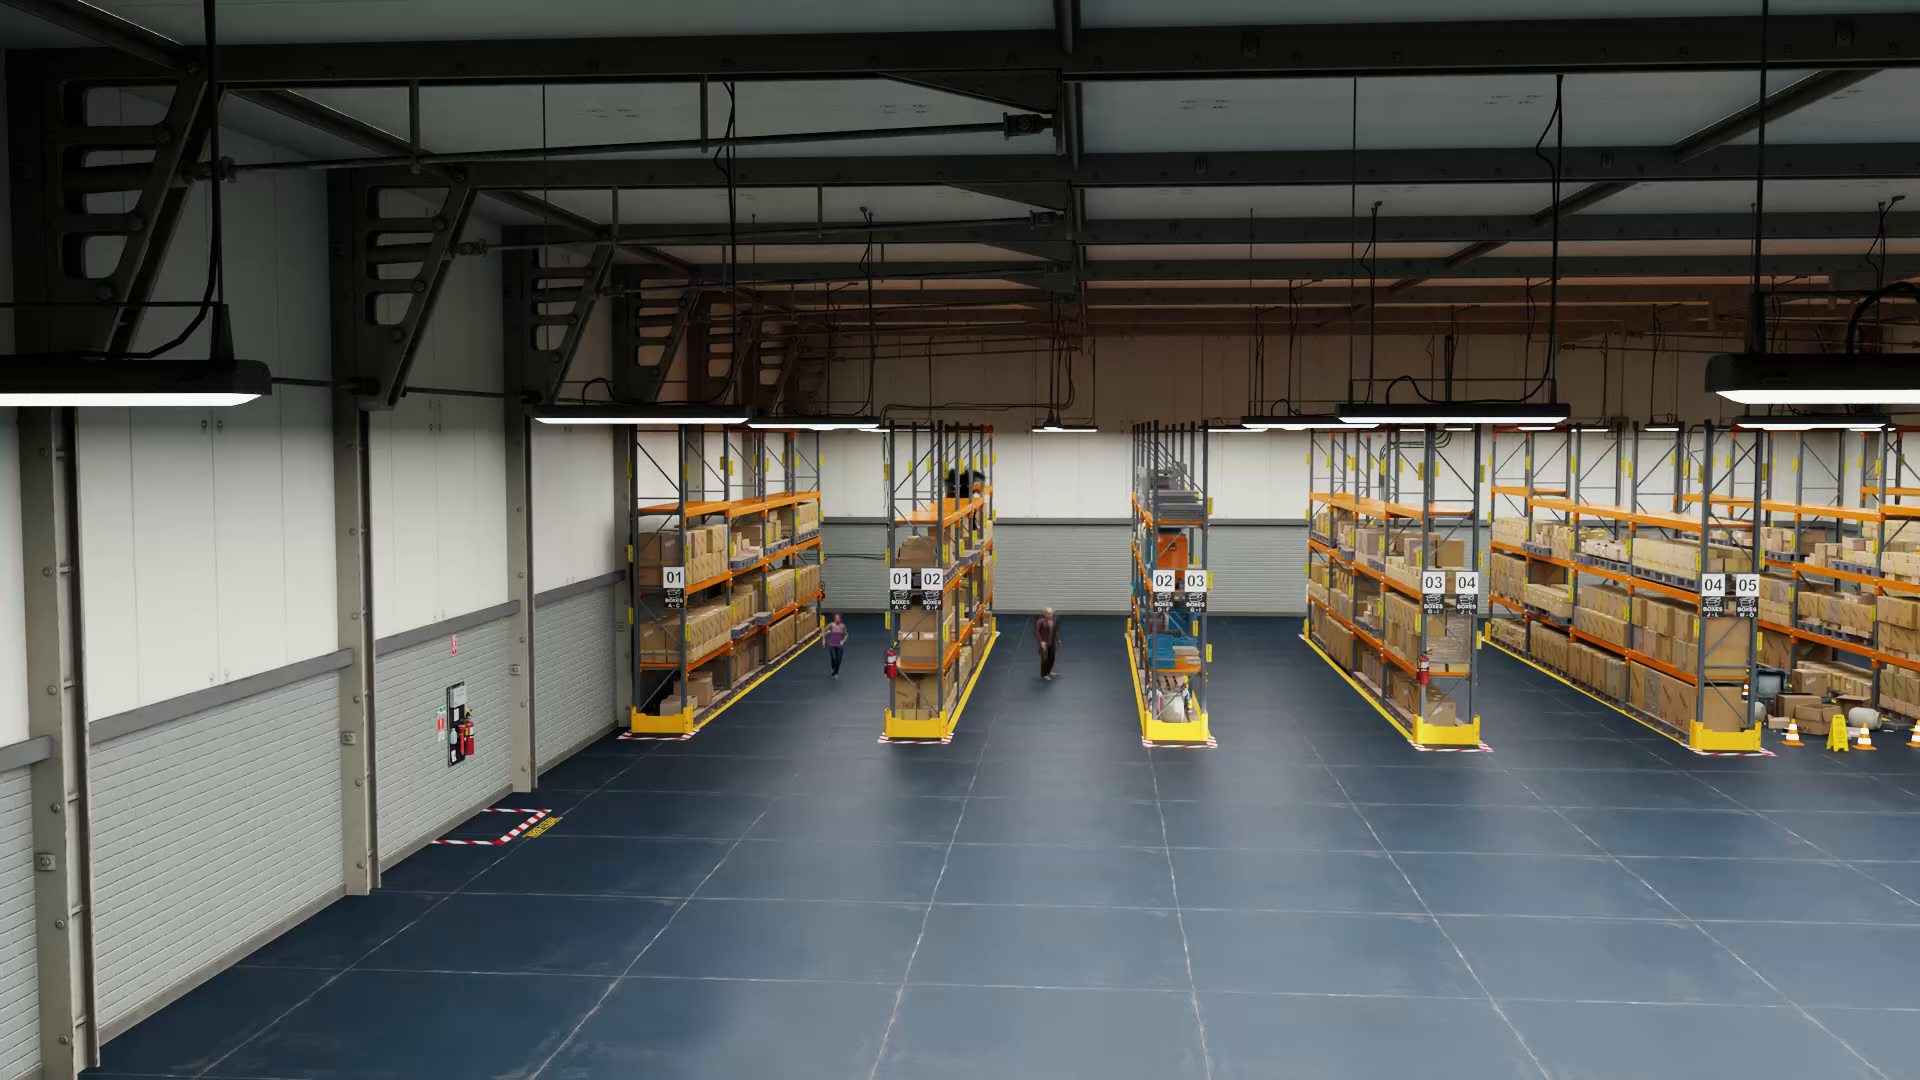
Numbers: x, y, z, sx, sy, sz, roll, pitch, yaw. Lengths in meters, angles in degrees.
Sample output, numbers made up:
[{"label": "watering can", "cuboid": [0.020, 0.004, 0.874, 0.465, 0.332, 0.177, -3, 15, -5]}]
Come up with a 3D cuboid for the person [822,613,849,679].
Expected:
[{"label": "person", "cuboid": [-2.906, 2.487, 38.829, 0.610, 1.553, 0.560, -1, 4, -11]}]

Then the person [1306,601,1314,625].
[{"label": "person", "cuboid": [10.354, 1.873, 47.942, 0.832, 1.635, 0.548, -1, 4, -20]}]

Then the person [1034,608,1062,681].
[{"label": "person", "cuboid": [2.004, 2.413, 38.844, 0.729, 1.722, 0.784, -2, 4, -26]}]
